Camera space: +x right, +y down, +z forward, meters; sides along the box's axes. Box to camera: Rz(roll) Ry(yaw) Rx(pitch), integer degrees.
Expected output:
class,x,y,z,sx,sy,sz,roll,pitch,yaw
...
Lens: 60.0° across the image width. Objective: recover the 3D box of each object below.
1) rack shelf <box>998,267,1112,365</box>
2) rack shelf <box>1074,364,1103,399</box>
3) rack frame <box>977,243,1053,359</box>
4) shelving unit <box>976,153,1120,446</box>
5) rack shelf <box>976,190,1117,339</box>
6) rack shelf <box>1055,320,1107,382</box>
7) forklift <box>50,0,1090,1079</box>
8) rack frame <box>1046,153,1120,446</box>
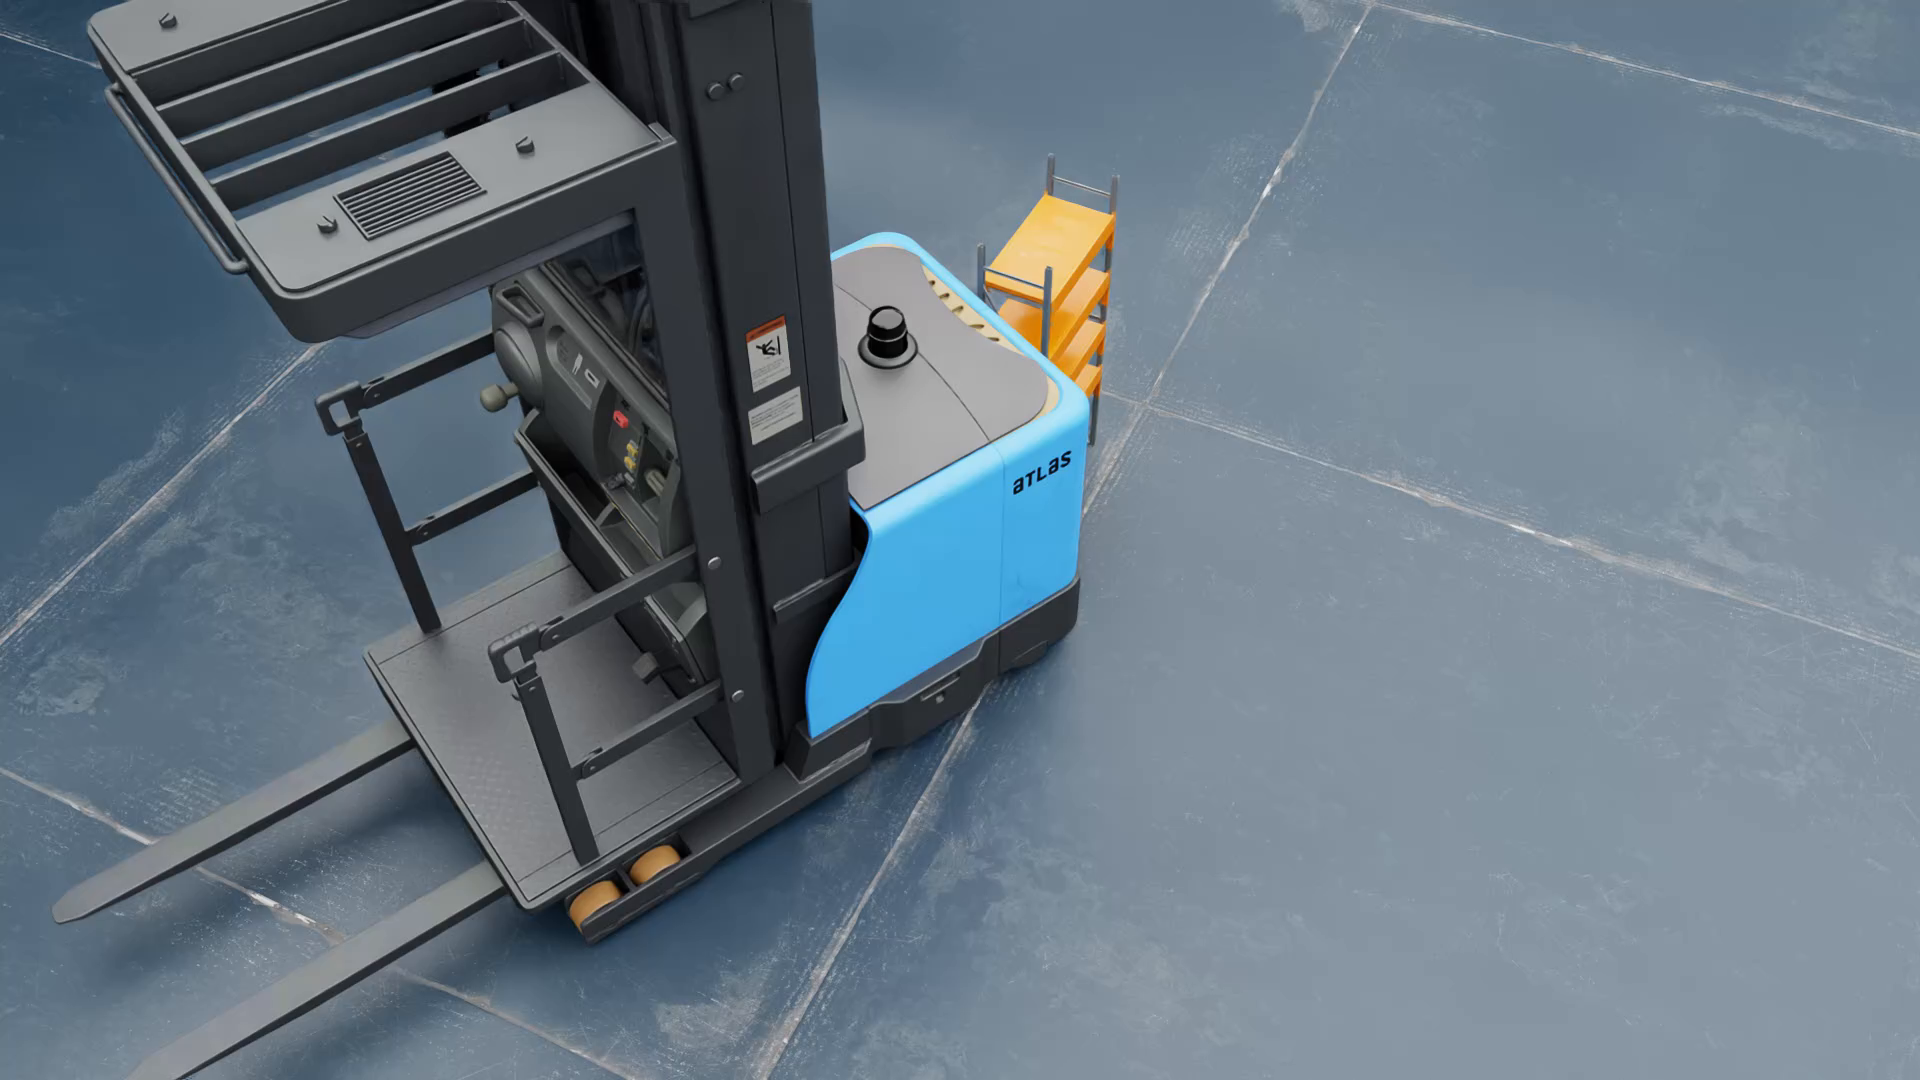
class,x,y,z,sx,sy,sz,roll,pitch,yaw
rack shelf,0.273,-0.711,5.361,0.258,0.148,0.480,21,53,17
rack shelf,0.273,-0.437,5.683,0.258,0.148,0.480,21,53,17
rack frame,0.162,-0.444,5.340,0.240,1.200,0.015,21,53,17
shelving unit,0.273,-0.609,5.481,0.258,1.200,0.503,21,53,17
rack shelf,0.273,-0.864,5.181,0.258,0.148,0.480,21,53,17
rack shelf,0.273,-0.566,5.532,0.258,0.148,0.480,21,53,17
forklift,-1.101,-0.274,4.058,3.031,2.935,1.130,-30,56,-23
rack frame,0.384,-0.775,5.621,0.240,1.200,0.015,21,53,17
